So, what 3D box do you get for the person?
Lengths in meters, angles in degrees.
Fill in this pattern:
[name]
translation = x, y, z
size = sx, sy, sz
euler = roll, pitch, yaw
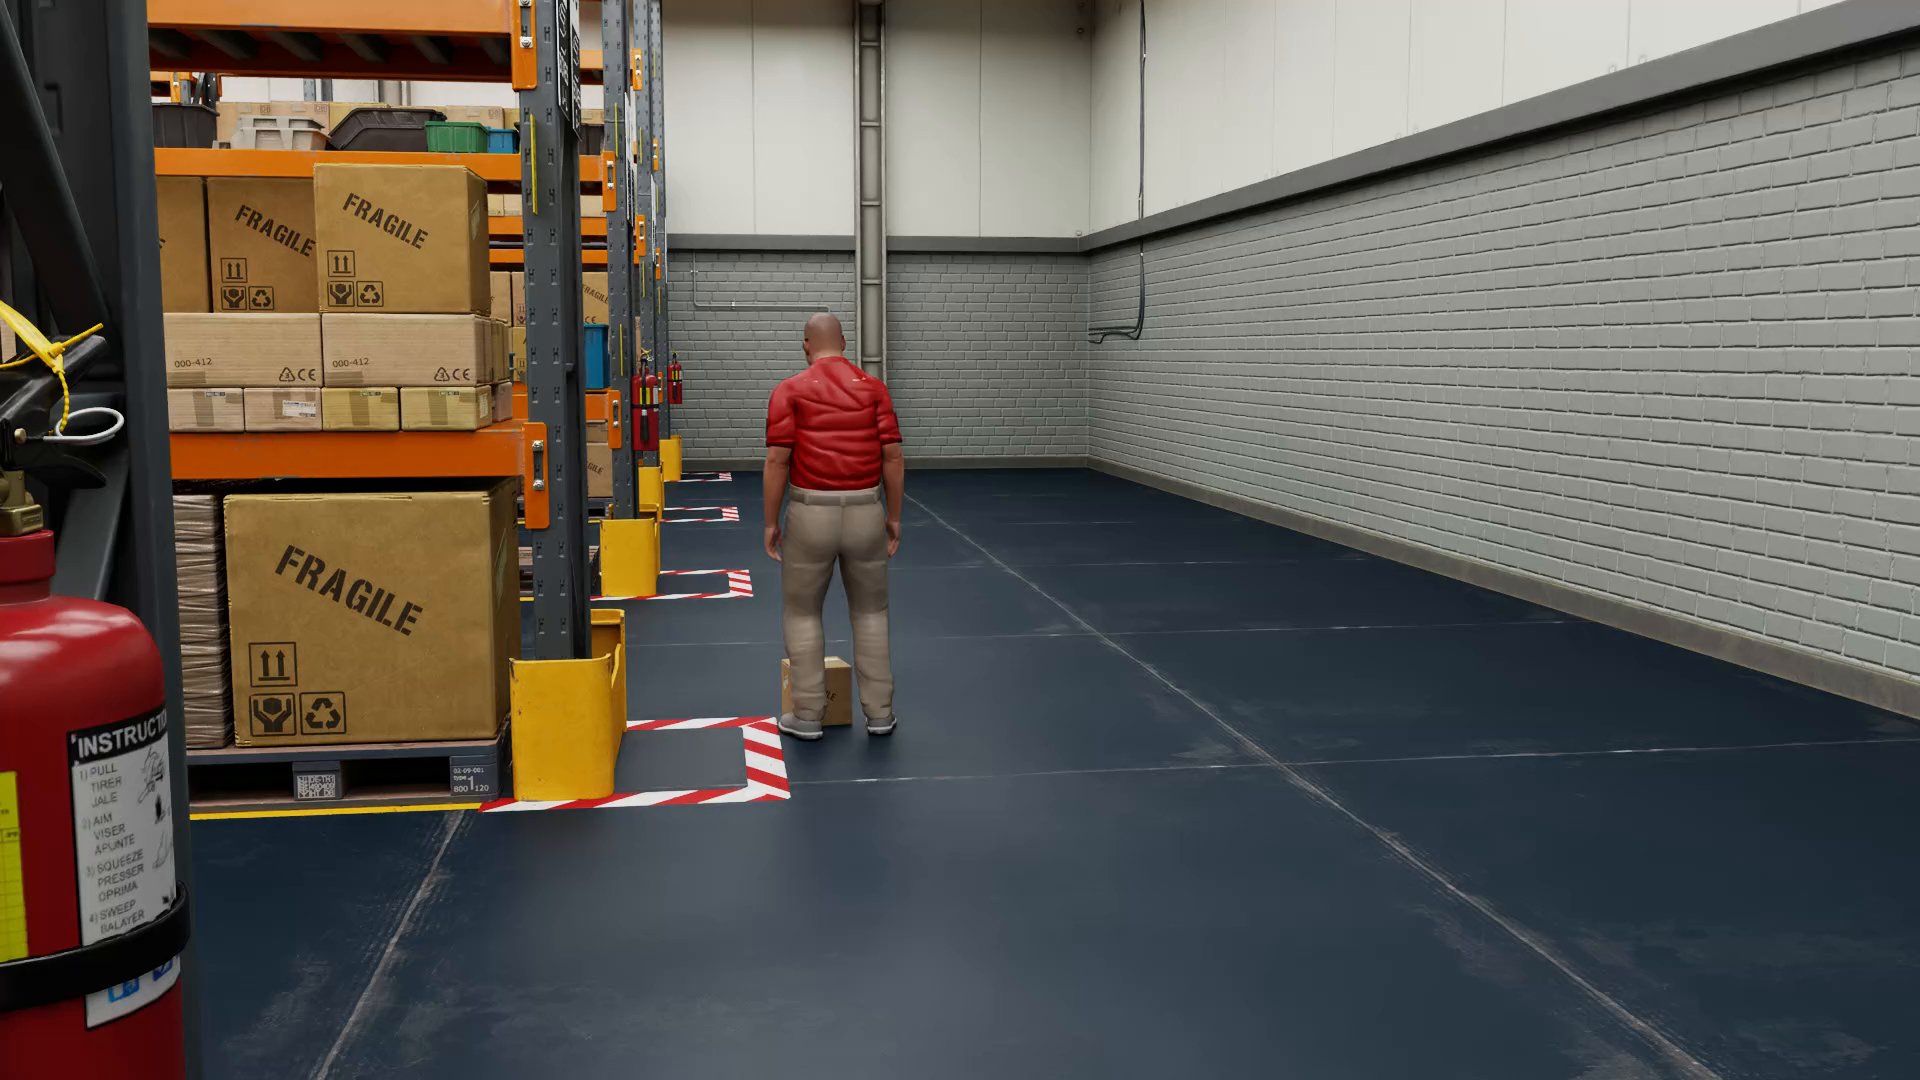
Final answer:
[person]
translation = -0.518, -0.059, 6.797
size = 0.583, 1.726, 0.397
euler = -2, 7, -16
